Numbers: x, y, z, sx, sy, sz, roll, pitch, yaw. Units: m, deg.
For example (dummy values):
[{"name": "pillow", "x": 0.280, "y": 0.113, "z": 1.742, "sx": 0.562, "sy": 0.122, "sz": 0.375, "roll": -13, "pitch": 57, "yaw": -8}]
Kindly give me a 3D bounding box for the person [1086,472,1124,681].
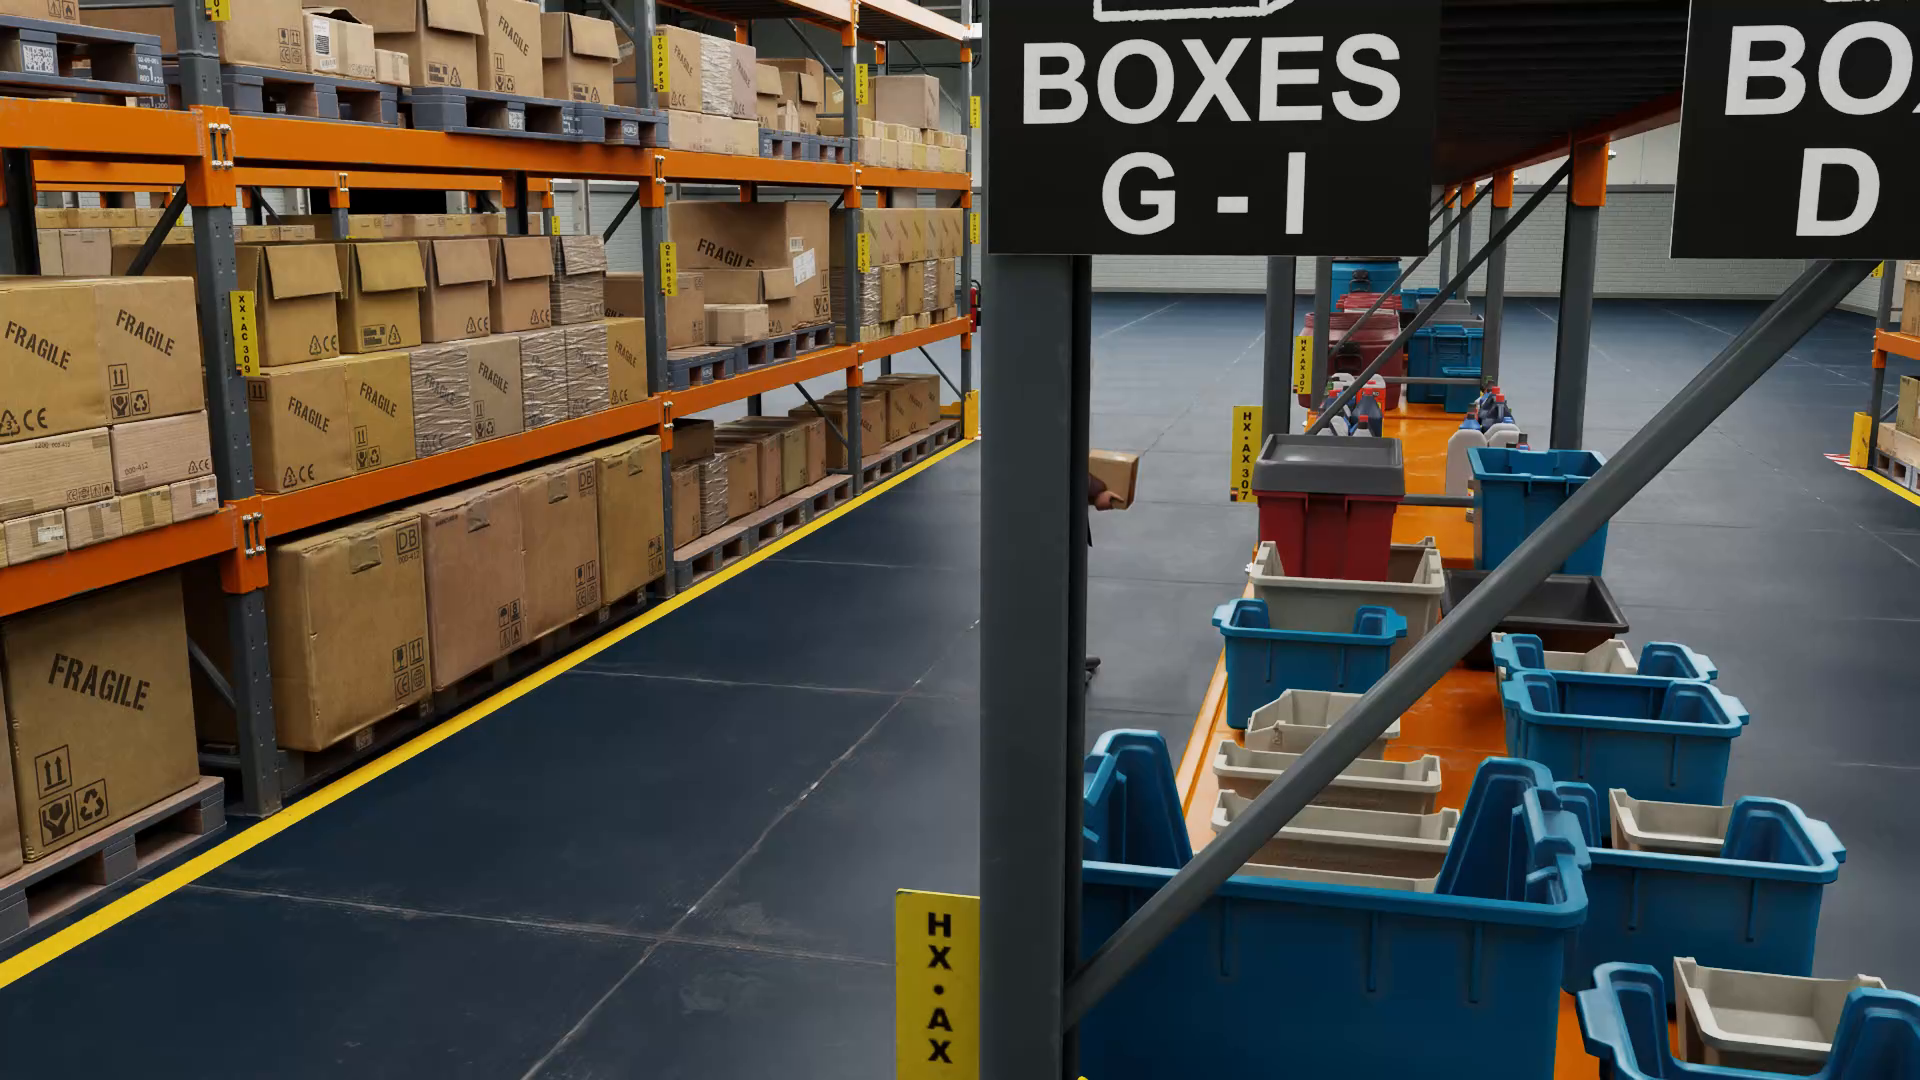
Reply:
[{"name": "person", "x": 0.602, "y": -0.146, "z": 8.728, "sx": 0.562, "sy": 1.769, "sz": 0.530, "roll": 3, "pitch": 12, "yaw": 14}]
